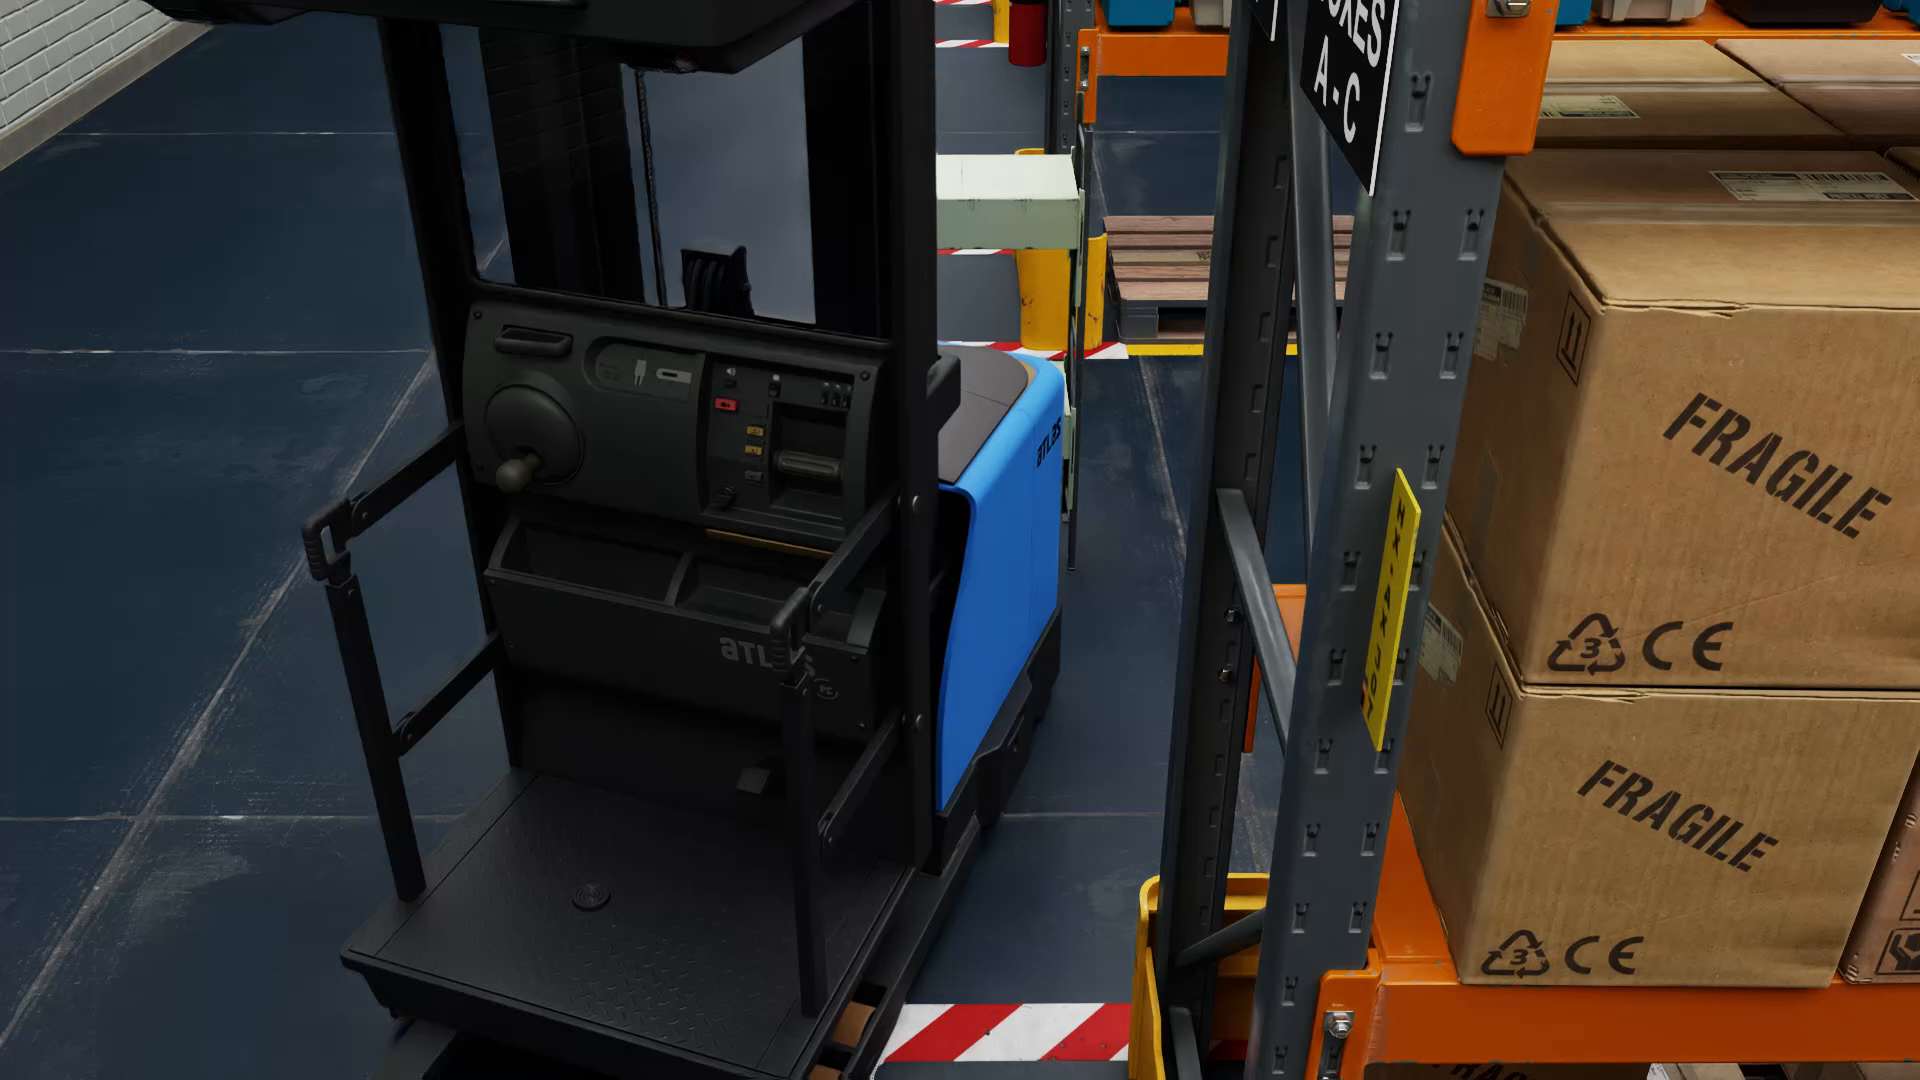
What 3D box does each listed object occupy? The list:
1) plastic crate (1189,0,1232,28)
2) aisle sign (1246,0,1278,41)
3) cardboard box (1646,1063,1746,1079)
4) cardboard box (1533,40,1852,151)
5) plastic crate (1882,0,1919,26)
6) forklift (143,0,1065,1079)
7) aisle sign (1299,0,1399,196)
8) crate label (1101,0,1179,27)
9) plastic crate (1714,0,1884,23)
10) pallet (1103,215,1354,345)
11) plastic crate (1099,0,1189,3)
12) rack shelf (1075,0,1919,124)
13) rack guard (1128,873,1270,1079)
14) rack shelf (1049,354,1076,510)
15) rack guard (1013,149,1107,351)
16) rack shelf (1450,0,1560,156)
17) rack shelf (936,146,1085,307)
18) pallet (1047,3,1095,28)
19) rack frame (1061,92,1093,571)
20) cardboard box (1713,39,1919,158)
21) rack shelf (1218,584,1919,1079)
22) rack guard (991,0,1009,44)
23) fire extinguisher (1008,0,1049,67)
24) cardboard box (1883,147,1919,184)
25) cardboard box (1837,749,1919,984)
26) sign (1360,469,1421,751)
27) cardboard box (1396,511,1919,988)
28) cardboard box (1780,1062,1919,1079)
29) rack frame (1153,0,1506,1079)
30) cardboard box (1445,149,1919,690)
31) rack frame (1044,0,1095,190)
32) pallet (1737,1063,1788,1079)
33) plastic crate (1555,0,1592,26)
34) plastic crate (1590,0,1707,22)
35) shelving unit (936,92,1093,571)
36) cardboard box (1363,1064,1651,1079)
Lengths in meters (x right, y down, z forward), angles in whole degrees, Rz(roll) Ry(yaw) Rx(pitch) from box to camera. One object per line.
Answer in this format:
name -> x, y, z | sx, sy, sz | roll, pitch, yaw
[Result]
plastic crate -> 1.026, -2.099, 6.515 | 0.298, 0.136, 0.250 | 0, 31, 0
aisle sign -> 0.412, -1.099, 2.164 | 0.004, 0.787, 0.394 | 0, 31, 0
cardboard box -> 1.430, 1.110, 3.336 | 0.250, 0.166, 0.380 | 0, 31, 0
cardboard box -> 0.926, -0.443, 2.529 | 0.500, 0.500, 0.500 | 0, 31, -1
plastic crate -> 3.991, -2.251, 6.527 | 0.575, 0.384, 0.392 | 0, 31, 0
forklift -> -0.678, -0.192, 3.240 | 1.130, 2.935, 3.031 | 11, 33, 17
aisle sign -> 0.416, -0.788, 1.651 | 0.004, 0.787, 0.394 | 0, 31, 0
crate label -> 0.705, -2.182, 6.559 | 0.303, 0.233, 0.416 | 0, 31, 0
plastic crate -> 3.338, -2.176, 6.652 | 0.590, 0.125, 0.437 | 0, 31, 0
pallet -> 1.281, -1.189, 7.506 | 1.213, 0.211, 1.003 | 0, 31, 0
plastic crate -> 0.790, -2.537, 6.948 | 0.499, 0.435, 0.616 | 0, 31, 0
rack shelf -> 2.456, -2.097, 7.008 | 4.000, 0.370, 1.077 | 0, 31, 0
rack guard -> 0.558, 1.239, 3.225 | 0.348, 0.500, 1.175 | 0, 31, 0
rack shelf -> 0.007, -0.363, 5.530 | 0.720, 0.370, 0.431 | 0, 31, 0
rack guard -> 0.432, -1.323, 7.448 | 0.348, 0.500, 1.175 | 0, 31, 0
rack shelf -> 2.482, -0.810, 1.995 | 4.000, 0.370, 1.077 | 0, 31, 0
rack shelf -> 0.007, -0.975, 5.159 | 0.720, 0.370, 0.431 | 0, 31, 0
pallet -> 1.225, -3.818, 11.840 | 1.213, 0.211, 1.003 | 0, 31, 0
rack frame -> 0.373, -0.642, 5.363 | 0.023, 1.500, 0.400 | 0, 31, 0
cardboard box -> 1.431, -0.445, 2.532 | 0.500, 0.500, 0.500 | 1, 31, 1
rack shelf -> 2.482, 0.472, 2.773 | 4.000, 0.370, 1.077 | 0, 31, 0
rack guard -> 0.402, -3.899, 11.694 | 0.348, 0.500, 1.175 | 0, 31, 0
fire extinguisher -> 0.303, -2.441, 7.316 | 0.183, 0.674, 0.296 | 0, 31, 0
cardboard box -> 1.450, -0.169, 2.077 | 0.500, 0.500, 0.500 | 0, 31, 0
cardboard box -> 1.443, 0.259, 2.335 | 0.500, 0.500, 0.500 | 0, 31, -1
sign -> 0.486, 0.082, 1.888 | 0.005, 0.325, 0.100 | 0, 31, 0
cardboard box -> 0.928, 0.264, 2.327 | 0.500, 0.500, 0.500 | 0, 31, 1
cardboard box -> 1.975, 1.042, 3.368 | 0.500, 0.250, 0.500 | 0, 31, 0
rack frame -> 0.482, 0.171, 2.576 | 0.127, 3.000, 1.000 | 0, 31, 0
cardboard box -> 0.928, -0.164, 2.068 | 0.500, 0.500, 0.500 | 1, 31, 1
rack frame -> 0.456, -2.398, 6.811 | 0.127, 3.000, 1.000 | 0, 31, 0
pallet -> 1.356, 1.360, 3.305 | 1.213, 0.211, 1.003 | 0, 31, 0
plastic crate -> 2.322, -2.188, 6.567 | 0.300, 0.233, 0.416 | 0, 31, 0
plastic crate -> 2.717, -2.162, 6.619 | 0.466, 0.136, 0.293 | 0, 31, 0
shelving unit -> 0.007, -0.641, 5.361 | 0.755, 1.500, 0.431 | 0, 31, 0
cardboard box -> 1.025, 0.922, 3.324 | 0.500, 0.500, 0.500 | 0, 31, 0
